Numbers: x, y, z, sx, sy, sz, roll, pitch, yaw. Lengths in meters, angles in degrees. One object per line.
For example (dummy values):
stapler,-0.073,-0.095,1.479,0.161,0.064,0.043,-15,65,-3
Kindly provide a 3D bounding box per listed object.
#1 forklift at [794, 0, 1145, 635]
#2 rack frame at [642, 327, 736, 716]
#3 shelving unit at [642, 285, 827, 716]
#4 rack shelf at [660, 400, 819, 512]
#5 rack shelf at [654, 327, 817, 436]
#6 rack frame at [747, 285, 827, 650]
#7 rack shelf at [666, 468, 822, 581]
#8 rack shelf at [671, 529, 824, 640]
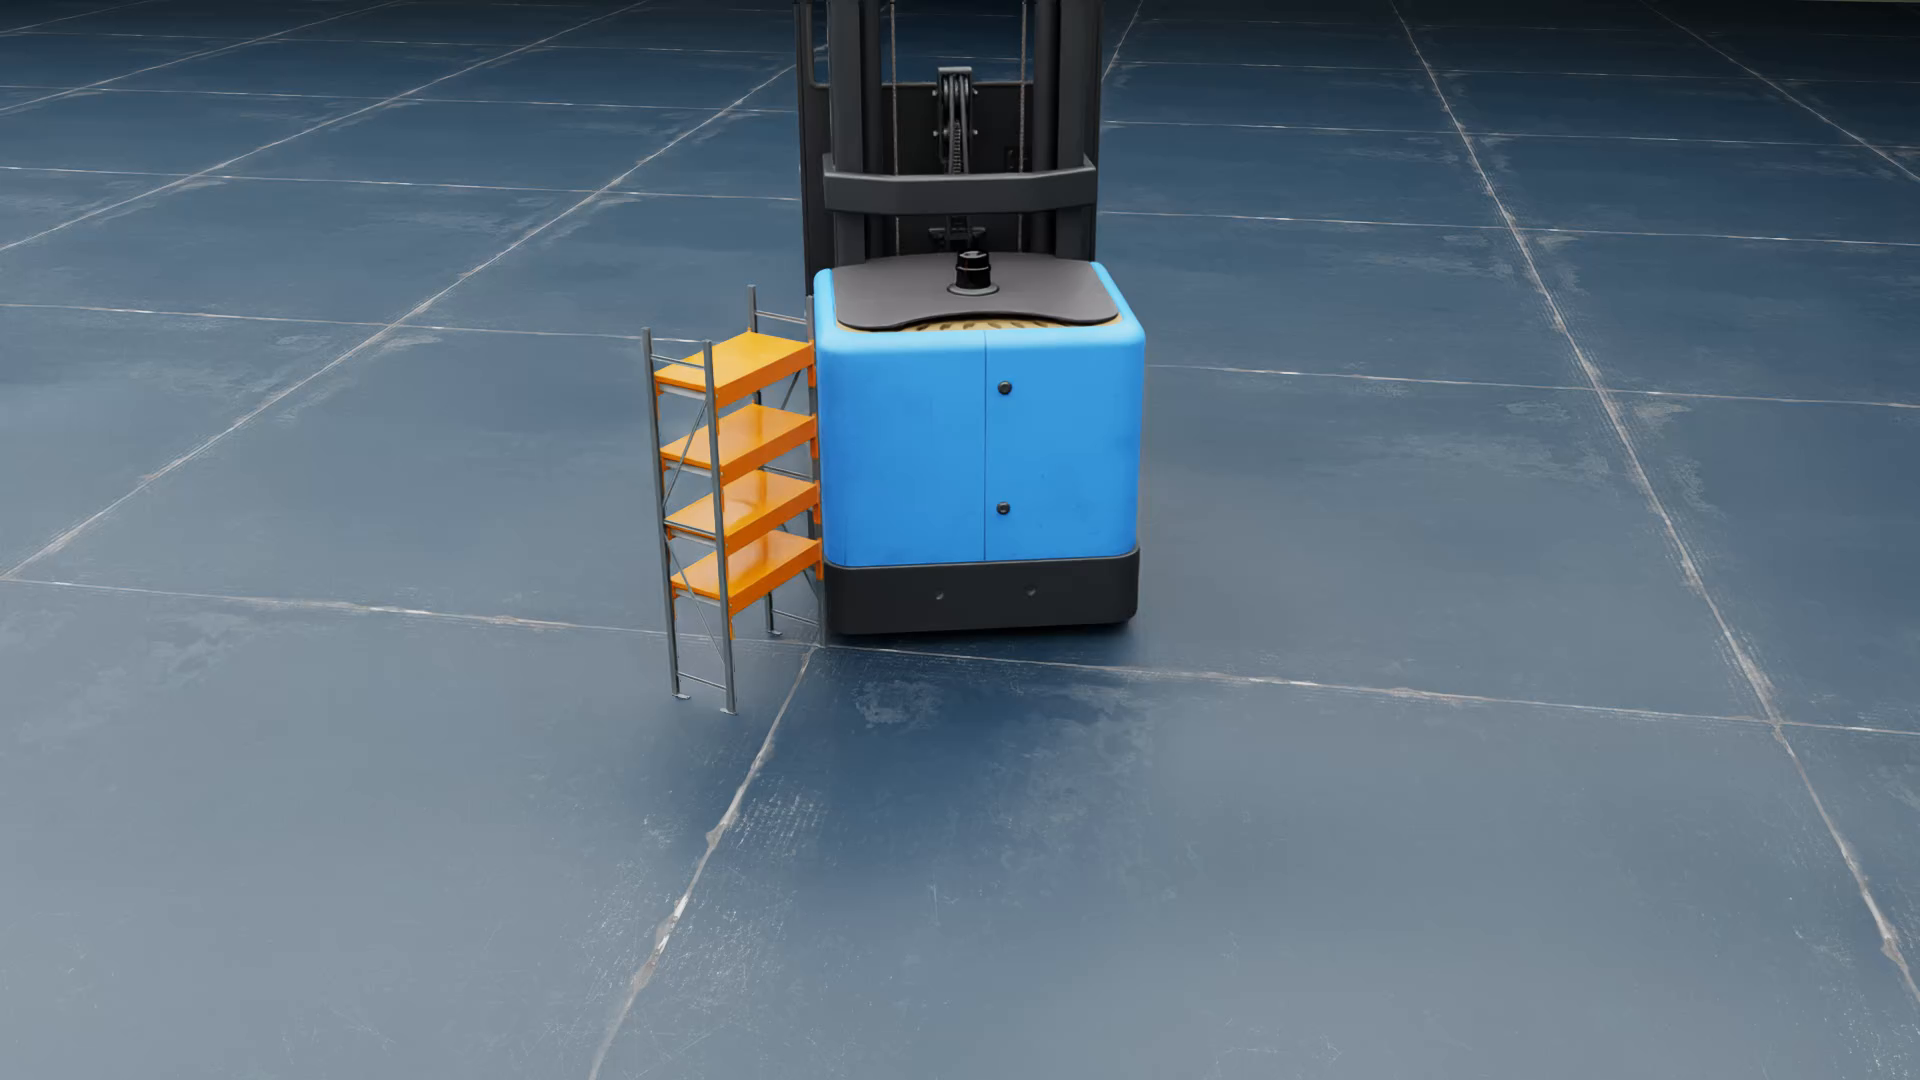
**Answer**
forklift,-0.063,-1.609,6.230,1.130,2.935,3.031,-2,25,-5
rack frame,-0.794,-0.032,4.902,0.240,1.200,0.015,14,29,28
shelving unit,-0.669,-0.121,5.092,0.258,1.200,0.503,14,29,28
rack shelf,-0.669,-0.262,5.026,0.258,0.148,0.480,14,29,28
rack shelf,-0.669,-0.476,4.925,0.258,0.148,0.480,14,29,28
rack frame,-0.544,-0.209,5.282,0.240,1.200,0.015,14,29,28
rack shelf,-0.669,-0.060,5.121,0.258,0.148,0.480,14,29,28
rack shelf,-0.669,0.120,5.205,0.258,0.148,0.480,14,29,28
